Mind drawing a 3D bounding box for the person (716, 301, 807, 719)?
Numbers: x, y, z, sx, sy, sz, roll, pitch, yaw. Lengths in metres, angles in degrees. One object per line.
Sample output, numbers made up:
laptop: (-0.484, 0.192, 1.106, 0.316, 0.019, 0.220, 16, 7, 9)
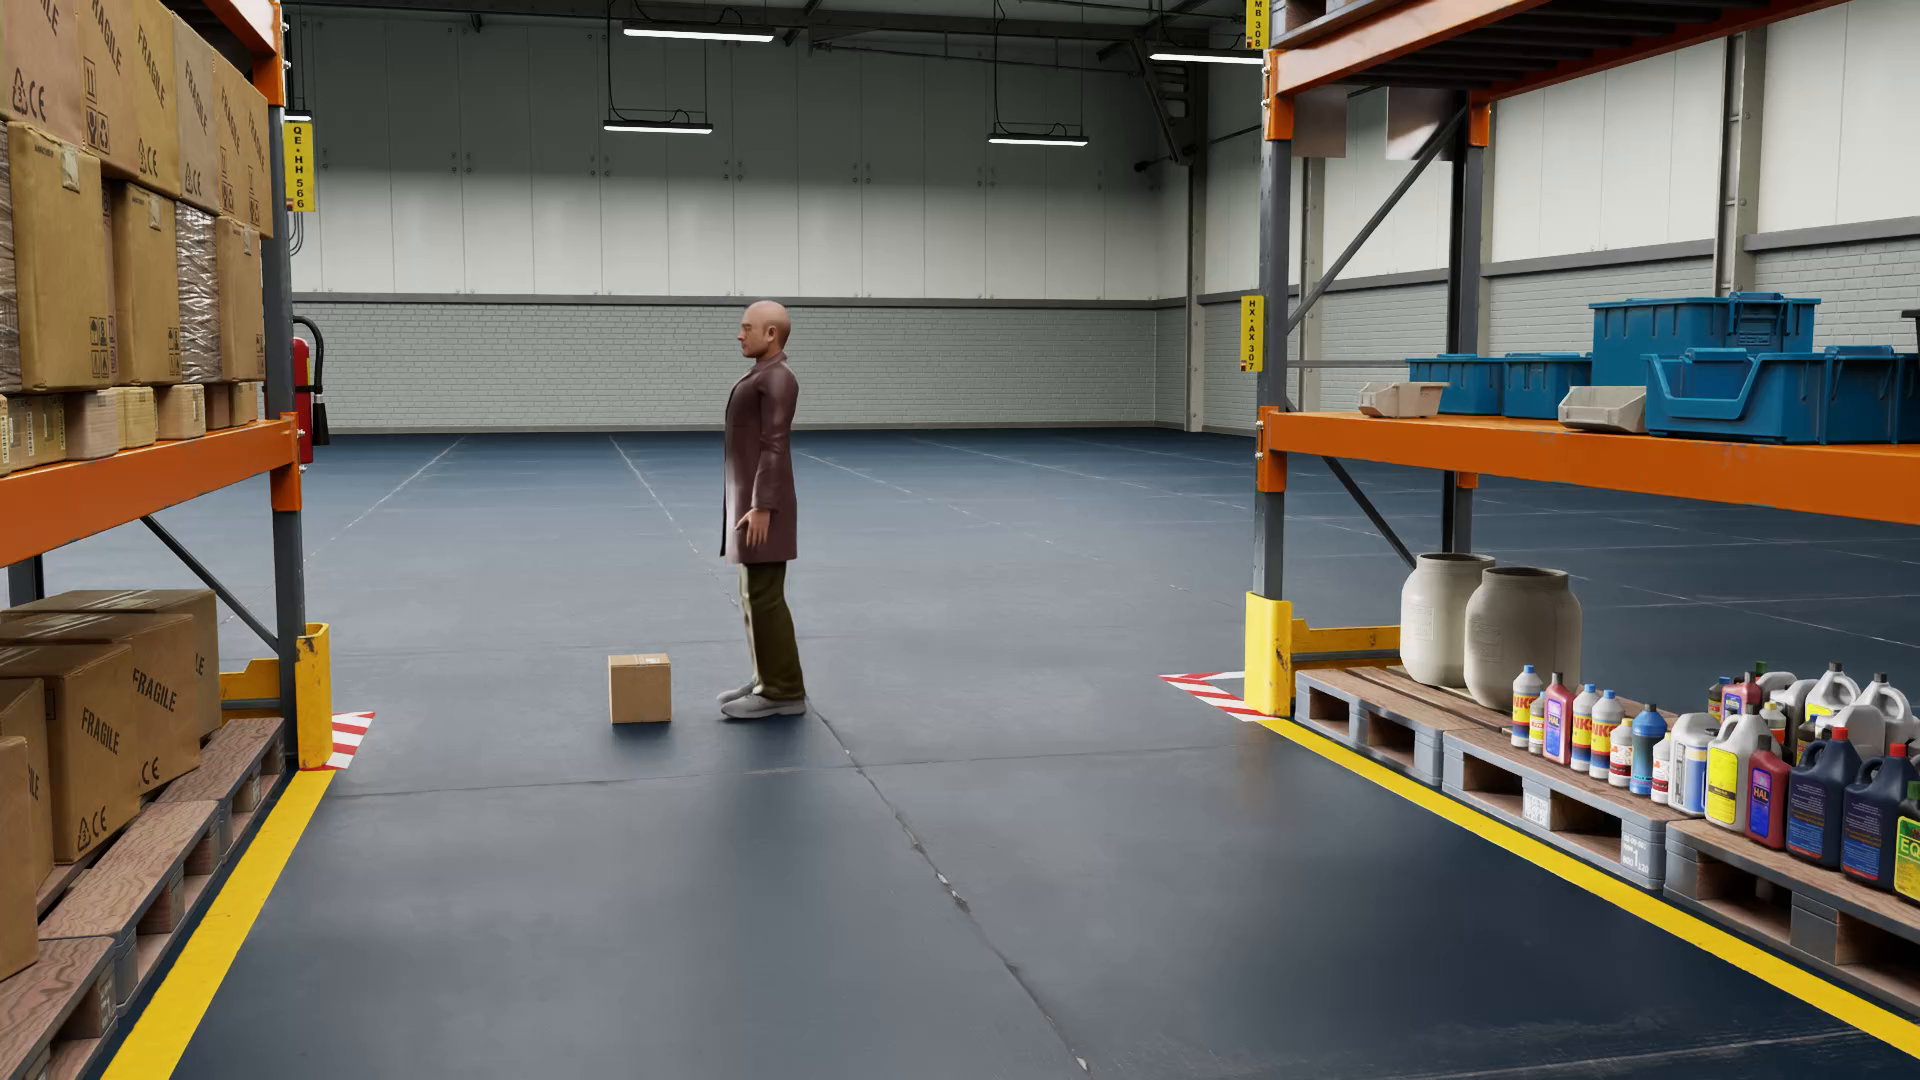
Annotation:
person: (-0.862, -0.132, 7.166, 0.379, 1.781, 0.563, -1, 6, -13)
